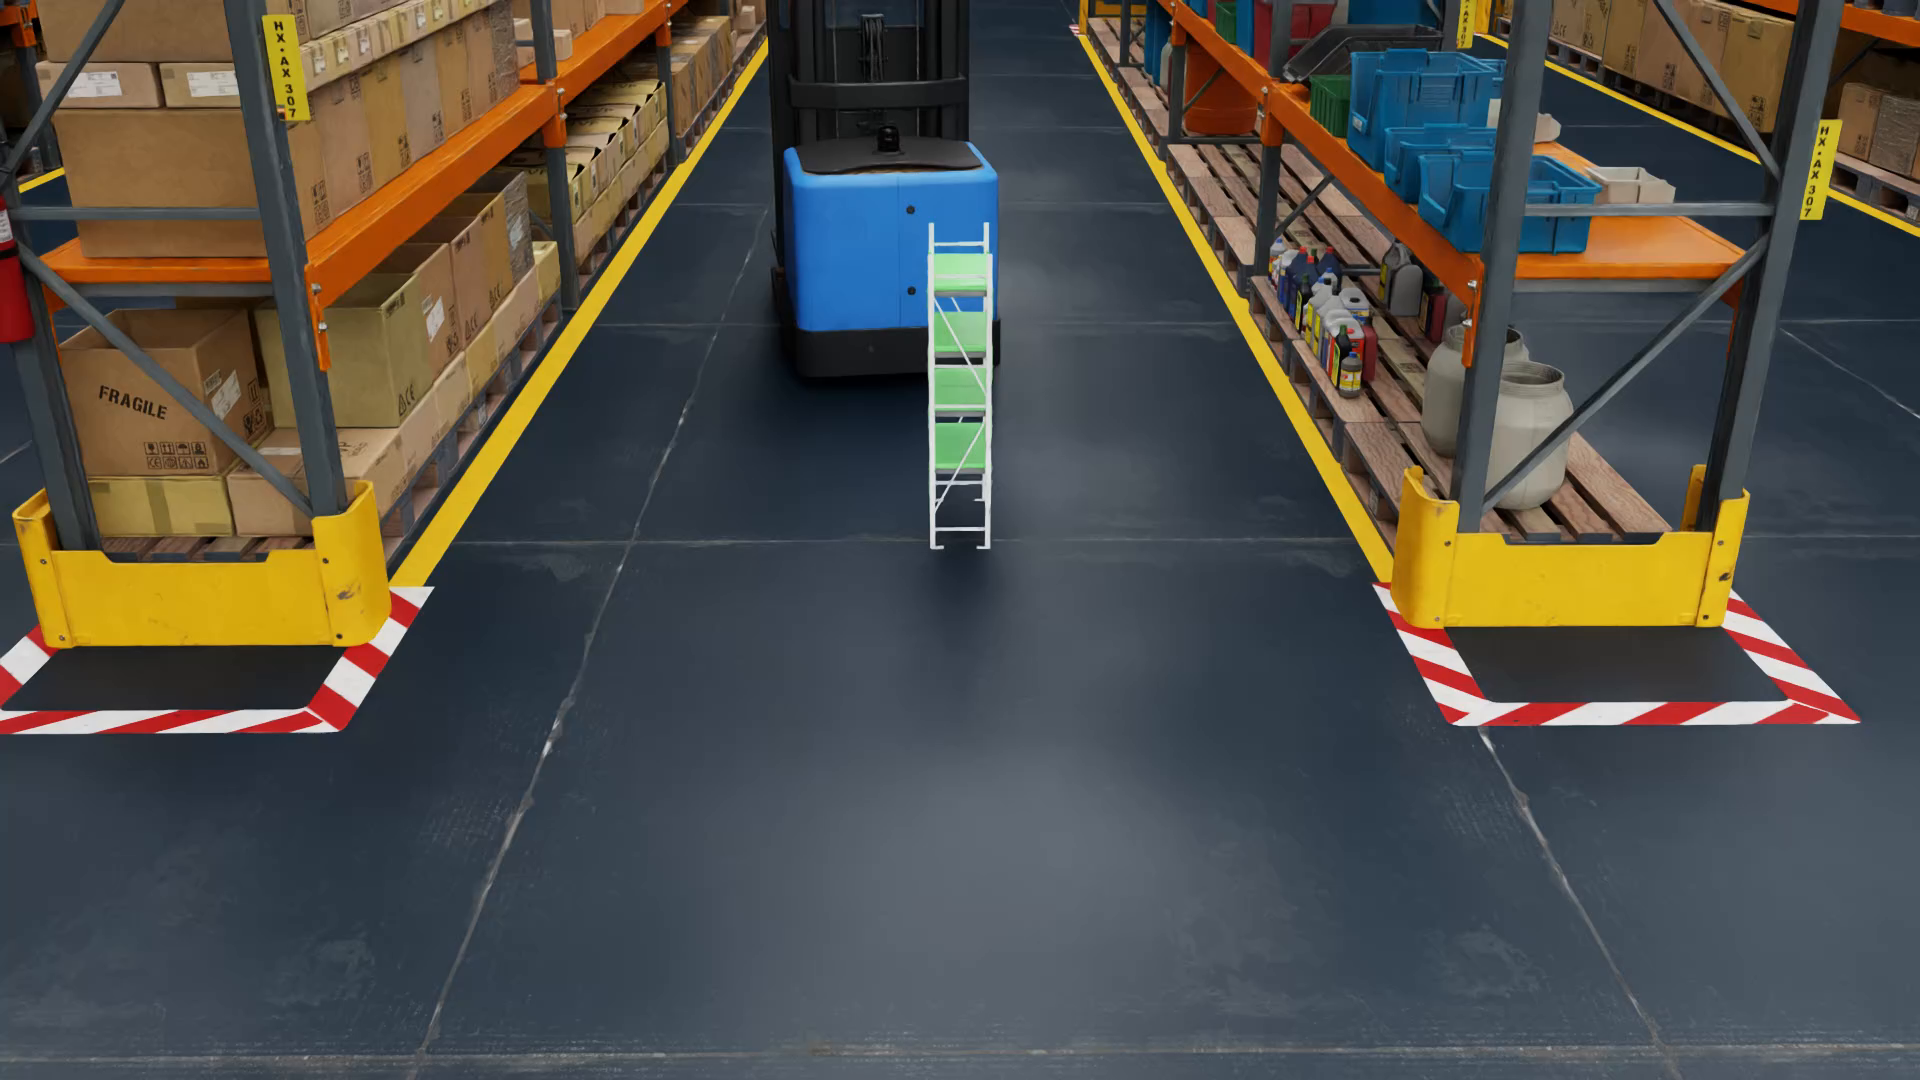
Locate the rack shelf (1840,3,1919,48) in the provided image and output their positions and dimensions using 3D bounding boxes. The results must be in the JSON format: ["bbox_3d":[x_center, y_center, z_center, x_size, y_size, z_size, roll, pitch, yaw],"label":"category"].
[{"bbox_3d":[7.149,-3.254,11.178,1.077,0.370,4.000,0,24,-1],"label":"rack shelf"}]

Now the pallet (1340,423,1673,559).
[{"bbox_3d":[2.210,-0.183,6.898,1.003,0.211,1.213,0,24,-1],"label":"pallet"}]

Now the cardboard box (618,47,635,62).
[{"bbox_3d":[-3.028,-4.174,13.928,0.500,0.250,0.500,1,24,1],"label":"cardboard box"}]

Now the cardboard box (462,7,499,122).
[{"bbox_3d":[-2.712,-2.360,8.207,0.700,0.500,0.500,-1,24,-1],"label":"cardboard box"}]

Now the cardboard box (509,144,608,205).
[{"bbox_3d":[-2.491,-2.287,10.312,0.500,0.311,0.500,-1,24,-1],"label":"cardboard box"}]

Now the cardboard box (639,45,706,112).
[{"bbox_3d":[-2.510,-4.036,14.533,0.500,0.500,0.500,-1,24,-1],"label":"cardboard box"}]

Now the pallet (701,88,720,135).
[{"bbox_3d":[-2.759,-3.902,15.121,1.003,0.211,1.213,0,24,-1],"label":"pallet"}]

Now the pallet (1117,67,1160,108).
[{"bbox_3d":[2.098,-4.443,16.318,1.003,0.211,1.213,0,24,-1],"label":"pallet"}]

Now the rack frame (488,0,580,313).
[{"bbox_3d":[-2.735,-2.715,9.113,1.000,3.000,0.127,0,24,-1],"label":"rack frame"}]

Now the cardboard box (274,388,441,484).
[{"bbox_3d":[-2.484,-0.433,6.895,0.500,0.250,0.500,0,24,-1],"label":"cardboard box"}]

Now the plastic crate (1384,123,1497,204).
[{"bbox_3d":[1.956,-1.492,6.589,0.499,0.251,0.408,0,24,-1],"label":"plastic crate"}]

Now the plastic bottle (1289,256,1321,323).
[{"bbox_3d":[1.814,-1.317,8.702,0.144,0.351,0.185,-1,24,-3],"label":"plastic bottle"}]

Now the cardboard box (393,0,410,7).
[{"bbox_3d":[-2.707,-2.548,7.049,0.700,0.500,0.500,0,24,-1],"label":"cardboard box"}]

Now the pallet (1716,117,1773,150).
[{"bbox_3d":[7.194,-3.461,14.146,1.003,0.211,1.213,0,24,-1],"label":"pallet"}]

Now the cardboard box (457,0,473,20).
[{"bbox_3d":[-2.508,-2.526,7.786,0.380,0.149,0.250,0,24,-1],"label":"cardboard box"}]

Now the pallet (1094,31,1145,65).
[{"bbox_3d":[2.068,-5.568,18.806,1.003,0.211,1.213,0,24,-1],"label":"pallet"}]

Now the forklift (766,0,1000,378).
[{"bbox_3d":[-0.532,-2.732,9.234,1.130,2.935,3.031,-4,25,-8],"label":"forklift"}]

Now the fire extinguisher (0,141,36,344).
[{"bbox_3d":[-3.154,-0.981,5.372,0.296,0.674,0.183,0,24,-1],"label":"fire extinguisher"}]

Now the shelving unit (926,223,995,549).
[{"bbox_3d":[-0.002,-0.615,6.654,0.258,1.200,0.503,0,24,-1],"label":"shelving unit"}]

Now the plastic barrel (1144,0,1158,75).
[{"bbox_3d":[2.120,-5.043,16.297,0.600,0.901,0.708,0,24,-1],"label":"plastic barrel"}]

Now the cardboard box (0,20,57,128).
[{"bbox_3d":[-7.609,-3.855,13.732,0.750,0.750,0.750,-1,24,-1],"label":"cardboard box"}]

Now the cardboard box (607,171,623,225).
[{"bbox_3d":[-2.504,-2.245,10.900,0.500,0.250,0.500,-1,24,-2],"label":"cardboard box"}]

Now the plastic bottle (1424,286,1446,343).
[{"bbox_3d":[2.410,-1.154,8.425,0.061,0.283,0.133,0,24,-1],"label":"plastic bottle"}]

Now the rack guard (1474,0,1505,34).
[{"bbox_3d":[7.040,-6.574,20.678,1.175,0.500,0.348,0,24,-1],"label":"rack guard"}]

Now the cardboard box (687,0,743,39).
[{"bbox_3d":[-2.848,-5.848,18.537,0.797,0.503,0.637,0,24,-1],"label":"cardboard box"}]

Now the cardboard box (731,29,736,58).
[{"bbox_3d":[-2.610,-5.161,17.249,0.500,0.311,0.500,0,24,-1],"label":"cardboard box"}]

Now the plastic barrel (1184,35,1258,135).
[{"bbox_3d":[2.152,-3.788,13.609,0.600,0.830,0.708,0,24,-1],"label":"plastic barrel"}]

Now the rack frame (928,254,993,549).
[{"bbox_3d":[0.001,-0.514,6.431,0.240,1.200,0.015,0,24,-1],"label":"rack frame"}]

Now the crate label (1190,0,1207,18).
[{"bbox_3d":[1.915,-3.989,11.888,0.502,0.435,0.616,0,24,-1],"label":"crate label"}]

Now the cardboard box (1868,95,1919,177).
[{"bbox_3d":[7.173,-2.963,12.161,0.700,0.500,0.500,-2,24,-5],"label":"cardboard box"}]

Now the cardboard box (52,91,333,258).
[{"bbox_3d":[-2.684,-1.305,5.873,0.700,0.500,0.500,0,24,-1],"label":"cardboard box"}]

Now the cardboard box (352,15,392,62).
[{"bbox_3d":[-2.493,-1.996,6.614,0.380,0.149,0.250,-1,24,-2],"label":"cardboard box"}]

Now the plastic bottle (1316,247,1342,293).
[{"bbox_3d":[1.956,-1.395,8.876,0.144,0.351,0.185,0,24,-1],"label":"plastic bottle"}]

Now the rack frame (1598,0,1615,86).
[{"bbox_3d":[7.084,-6.054,16.496,1.000,3.000,0.127,0,24,-1],"label":"rack frame"}]

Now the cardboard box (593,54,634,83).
[{"bbox_3d":[-3.023,-3.809,14.031,0.500,0.500,0.500,1,24,2],"label":"cardboard box"}]

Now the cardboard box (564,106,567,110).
[{"bbox_3d":[-3.049,-2.913,11.698,0.500,0.311,0.500,-1,24,-2],"label":"cardboard box"}]

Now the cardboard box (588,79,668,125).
[{"bbox_3d":[-2.527,-3.342,12.647,0.500,0.311,0.500,0,24,1],"label":"cardboard box"}]

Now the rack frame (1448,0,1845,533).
[{"bbox_3d":[2.262,-1.087,5.514,1.000,3.000,0.127,0,24,-1],"label":"rack frame"}]

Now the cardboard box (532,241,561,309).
[{"bbox_3d":[-2.511,-1.463,9.172,0.500,0.250,0.500,0,24,-1],"label":"cardboard box"}]

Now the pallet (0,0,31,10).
[{"bbox_3d":[-7.618,-3.959,12.096,1.213,0.211,1.003,0,24,-1],"label":"pallet"}]

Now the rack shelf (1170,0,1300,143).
[{"bbox_3d":[2.196,-3.232,11.129,1.077,0.370,4.000,0,24,-1],"label":"rack shelf"}]

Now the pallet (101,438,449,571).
[{"bbox_3d":[-2.741,-0.111,6.739,1.003,0.211,1.213,0,24,-1],"label":"pallet"}]

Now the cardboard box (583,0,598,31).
[{"bbox_3d":[-2.744,-3.717,11.208,0.500,0.500,0.500,-2,24,-3],"label":"cardboard box"}]

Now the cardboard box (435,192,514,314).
[{"bbox_3d":[-2.508,-1.393,8.107,0.500,0.500,0.500,0,24,-1],"label":"cardboard box"}]

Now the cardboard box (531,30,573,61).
[{"bbox_3d":[-2.540,-2.966,9.974,0.380,0.149,0.250,0,24,-1],"label":"cardboard box"}]

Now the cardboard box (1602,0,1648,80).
[{"bbox_3d":[7.111,-5.014,16.265,1.225,0.875,0.875,0,24,0],"label":"cardboard box"}]

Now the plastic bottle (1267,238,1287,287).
[{"bbox_3d":[1.783,-1.560,9.335,0.097,0.271,0.097,0,24,0],"label":"plastic bottle"}]

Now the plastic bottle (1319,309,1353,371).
[{"bbox_3d":[1.827,-0.963,8.010,0.152,0.276,0.135,-1,24,-2],"label":"plastic bottle"}]

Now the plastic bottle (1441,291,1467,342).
[{"bbox_3d":[2.517,-1.152,8.428,0.152,0.276,0.135,0,24,0],"label":"plastic bottle"}]
